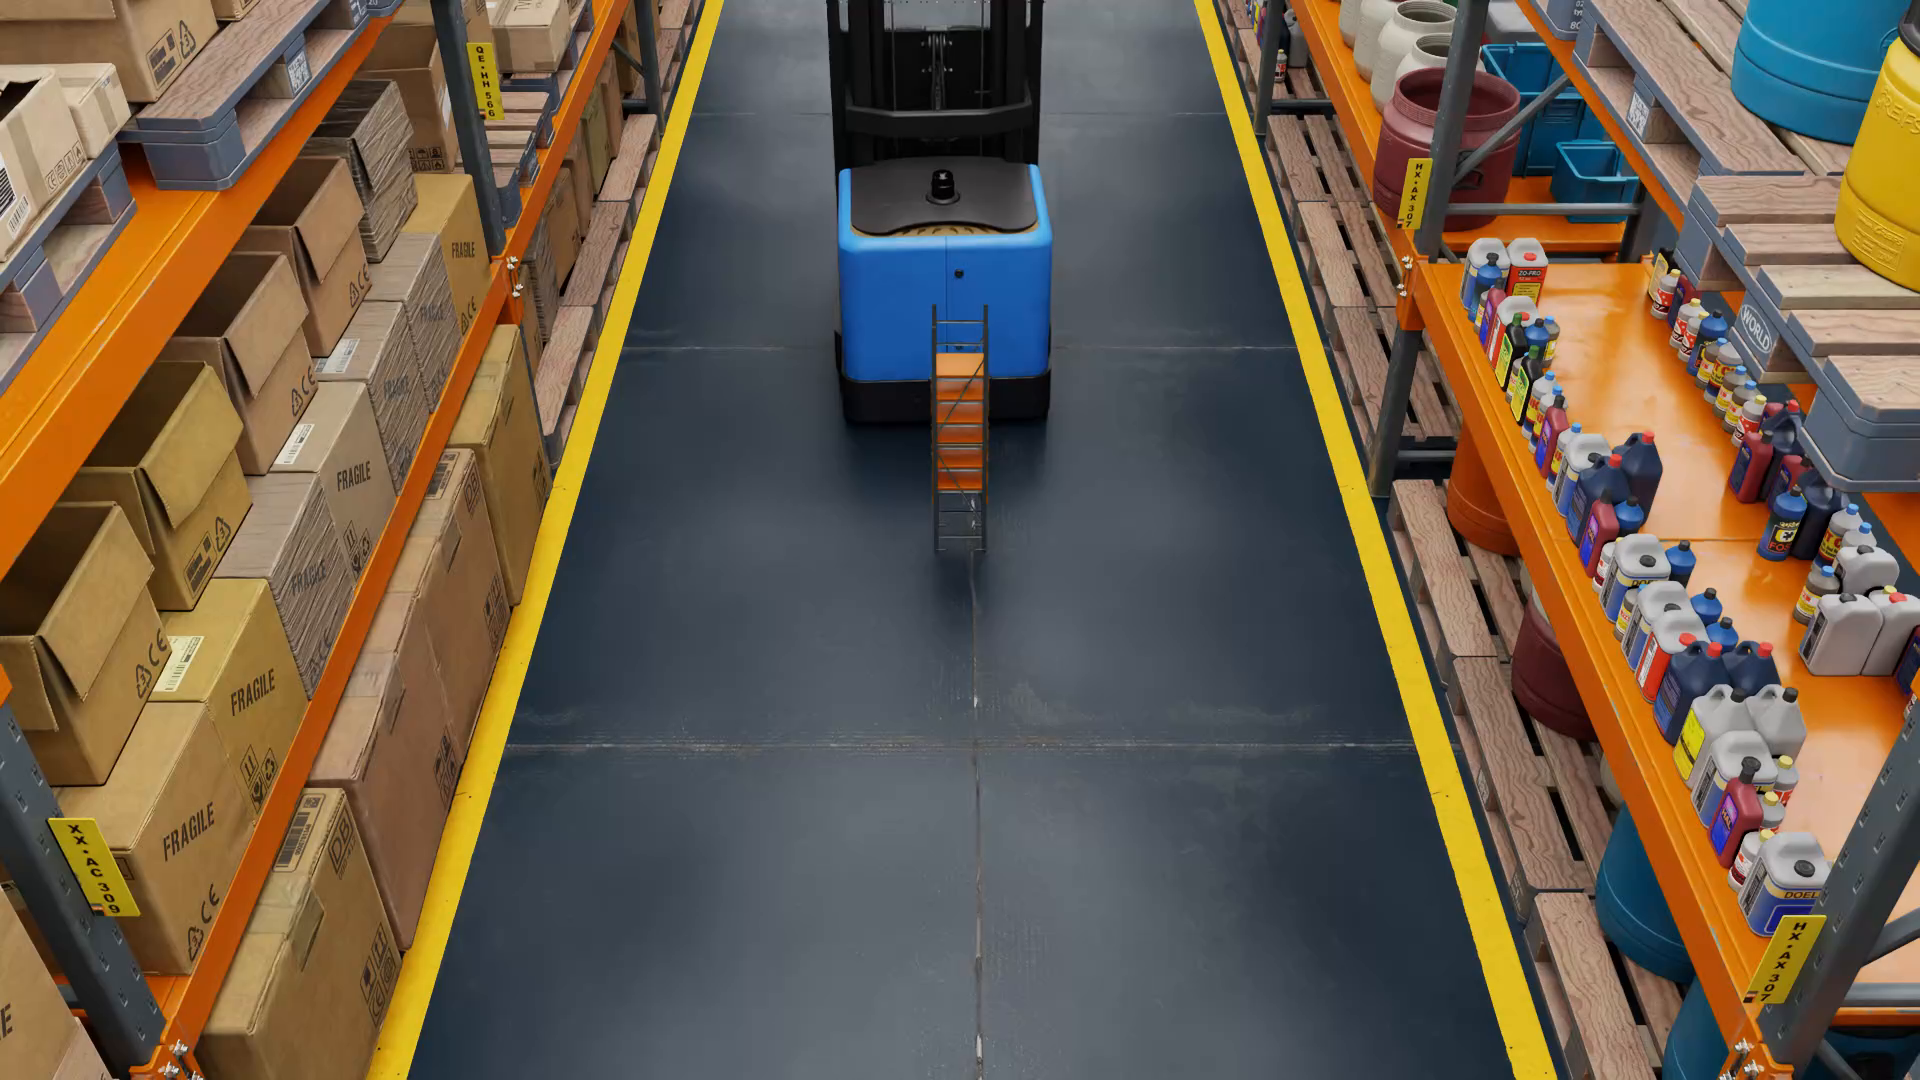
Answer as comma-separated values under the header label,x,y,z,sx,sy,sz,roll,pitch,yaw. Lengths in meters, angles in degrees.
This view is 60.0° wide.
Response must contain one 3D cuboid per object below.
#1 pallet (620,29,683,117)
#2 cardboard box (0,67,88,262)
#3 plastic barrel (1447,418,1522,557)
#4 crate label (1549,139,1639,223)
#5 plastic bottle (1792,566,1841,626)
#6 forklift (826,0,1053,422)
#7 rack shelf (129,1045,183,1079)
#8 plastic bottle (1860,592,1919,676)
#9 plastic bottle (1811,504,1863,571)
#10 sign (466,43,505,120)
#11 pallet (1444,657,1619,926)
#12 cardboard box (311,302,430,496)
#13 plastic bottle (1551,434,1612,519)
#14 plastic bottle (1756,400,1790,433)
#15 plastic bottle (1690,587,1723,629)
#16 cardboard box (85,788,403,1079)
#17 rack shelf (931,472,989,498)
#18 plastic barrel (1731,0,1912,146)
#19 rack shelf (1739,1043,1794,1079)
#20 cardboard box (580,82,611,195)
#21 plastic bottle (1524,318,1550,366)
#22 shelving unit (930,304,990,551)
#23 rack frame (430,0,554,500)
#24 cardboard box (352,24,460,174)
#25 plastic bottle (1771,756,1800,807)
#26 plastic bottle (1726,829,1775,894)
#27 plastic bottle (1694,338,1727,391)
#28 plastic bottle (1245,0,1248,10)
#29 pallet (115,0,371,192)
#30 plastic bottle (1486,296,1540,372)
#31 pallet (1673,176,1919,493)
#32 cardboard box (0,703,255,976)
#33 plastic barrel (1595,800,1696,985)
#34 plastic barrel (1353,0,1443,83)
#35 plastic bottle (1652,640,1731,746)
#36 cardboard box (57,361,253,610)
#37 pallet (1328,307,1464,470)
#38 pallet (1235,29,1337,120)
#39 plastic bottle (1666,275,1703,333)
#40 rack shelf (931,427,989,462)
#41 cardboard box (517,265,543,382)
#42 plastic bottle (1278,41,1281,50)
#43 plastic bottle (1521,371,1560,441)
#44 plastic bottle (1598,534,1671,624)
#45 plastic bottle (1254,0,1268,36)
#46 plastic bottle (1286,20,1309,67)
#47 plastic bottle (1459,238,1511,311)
label,x,y,z,sx,sy,sz,roll,pitch,yaw
pallet,-2.518,-3.236,11.619,1.003,0.211,1.213,0,39,0
cardboard box,-2.384,-0.887,3.795,0.500,0.311,0.500,-1,39,-2
plastic barrel,2.494,-0.418,7.272,0.600,0.830,0.708,0,39,0
crate label,2.850,-1.605,7.488,0.303,0.233,0.416,0,39,0
plastic bottle,2.735,0.170,5.298,0.097,0.201,0.097,0,39,0
forklift,-0.140,-2.640,8.701,1.130,2.935,3.031,-2,39,-2
rack shelf,-2.470,2.630,2.645,1.077,0.370,4.000,0,39,0
plastic bottle,2.860,0.275,5.108,0.152,0.276,0.135,0,39,0
plastic bottle,2.887,-0.002,5.457,0.097,0.271,0.097,0,39,0
sign,-1.922,-1.857,6.743,0.100,0.325,0.005,0,39,0
pallet,2.517,0.936,6.414,1.003,0.211,1.213,0,39,0
cardboard box,-2.230,-0.497,5.892,0.500,0.500,0.500,-1,39,-2
plastic bottle,2.155,-0.220,5.725,0.152,0.276,0.135,0,39,0
plastic bottle,2.904,-0.394,5.936,0.061,0.283,0.133,0,39,0
plastic bottle,2.281,0.259,5.131,0.097,0.271,0.097,0,39,0
cardboard box,-2.493,1.363,5.013,1.225,0.875,0.875,0,39,0
rack shelf,0.000,-0.255,7.564,0.258,0.103,0.180,0,39,0
plastic barrel,2.326,-1.502,4.091,0.600,0.901,0.708,0,39,0
rack shelf,2.483,2.626,2.649,1.077,0.370,4.000,0,39,0
cardboard box,-2.521,-2.418,10.016,0.700,0.500,0.500,0,39,0
plastic bottle,2.187,-0.724,6.357,0.097,0.271,0.097,0,39,0
shelving unit,0.000,-0.477,7.386,0.258,1.200,0.189,0,39,0
rack frame,-2.477,-1.403,7.102,1.000,3.000,0.127,0,39,0
cardboard box,-2.517,-1.943,7.361,0.500,0.500,0.500,-5,39,-6
plastic bottle,2.281,0.686,4.654,0.097,0.201,0.097,0,39,0
plastic bottle,2.129,0.854,4.445,0.097,0.201,0.097,0,39,0
plastic bottle,2.886,-0.677,6.355,0.097,0.201,0.097,0,39,0
plastic bottle,2.158,-4.016,12.249,0.097,0.201,0.097,0,39,0
pallet,-2.419,-1.398,4.848,1.003,0.211,1.213,2,39,2
plastic bottle,2.154,-0.798,6.446,0.152,0.276,0.135,0,39,0
pallet,2.382,-0.492,3.718,1.213,0.211,1.003,0,39,0
cardboard box,-2.223,0.772,4.309,0.500,0.500,0.500,0,39,0
plastic barrel,2.496,0.967,5.487,0.600,0.901,0.708,0,39,0
plastic barrel,2.255,-2.633,8.528,0.433,0.535,0.433,0,39,0
plastic bottle,2.152,0.424,4.862,0.144,0.351,0.185,0,39,0
cardboard box,-2.470,-0.161,4.670,0.797,0.503,0.637,0,39,0
pallet,2.514,-0.803,8.583,1.003,0.211,1.213,0,39,0
pallet,2.512,-3.240,11.624,1.003,0.211,1.213,0,39,0
plastic bottle,2.903,-0.964,6.648,0.061,0.283,0.133,0,39,0
rack shelf,0.000,-0.443,7.414,0.258,0.103,0.180,0,39,0
cardboard box,-2.498,-1.018,8.269,0.700,0.500,0.500,-2,39,-2
plastic bottle,2.141,-3.320,11.315,0.061,0.283,0.133,2,39,2
plastic bottle,2.127,-0.496,6.073,0.097,0.271,0.097,0,39,0
plastic bottle,2.156,0.124,5.296,0.152,0.276,0.135,0,39,0
plastic bottle,2.182,-3.770,11.823,0.144,0.351,0.185,0,39,0
plastic bottle,2.327,-3.449,11.421,0.144,0.351,0.185,0,39,0
plastic bottle,2.153,-1.087,6.807,0.152,0.276,0.135,0,39,0
